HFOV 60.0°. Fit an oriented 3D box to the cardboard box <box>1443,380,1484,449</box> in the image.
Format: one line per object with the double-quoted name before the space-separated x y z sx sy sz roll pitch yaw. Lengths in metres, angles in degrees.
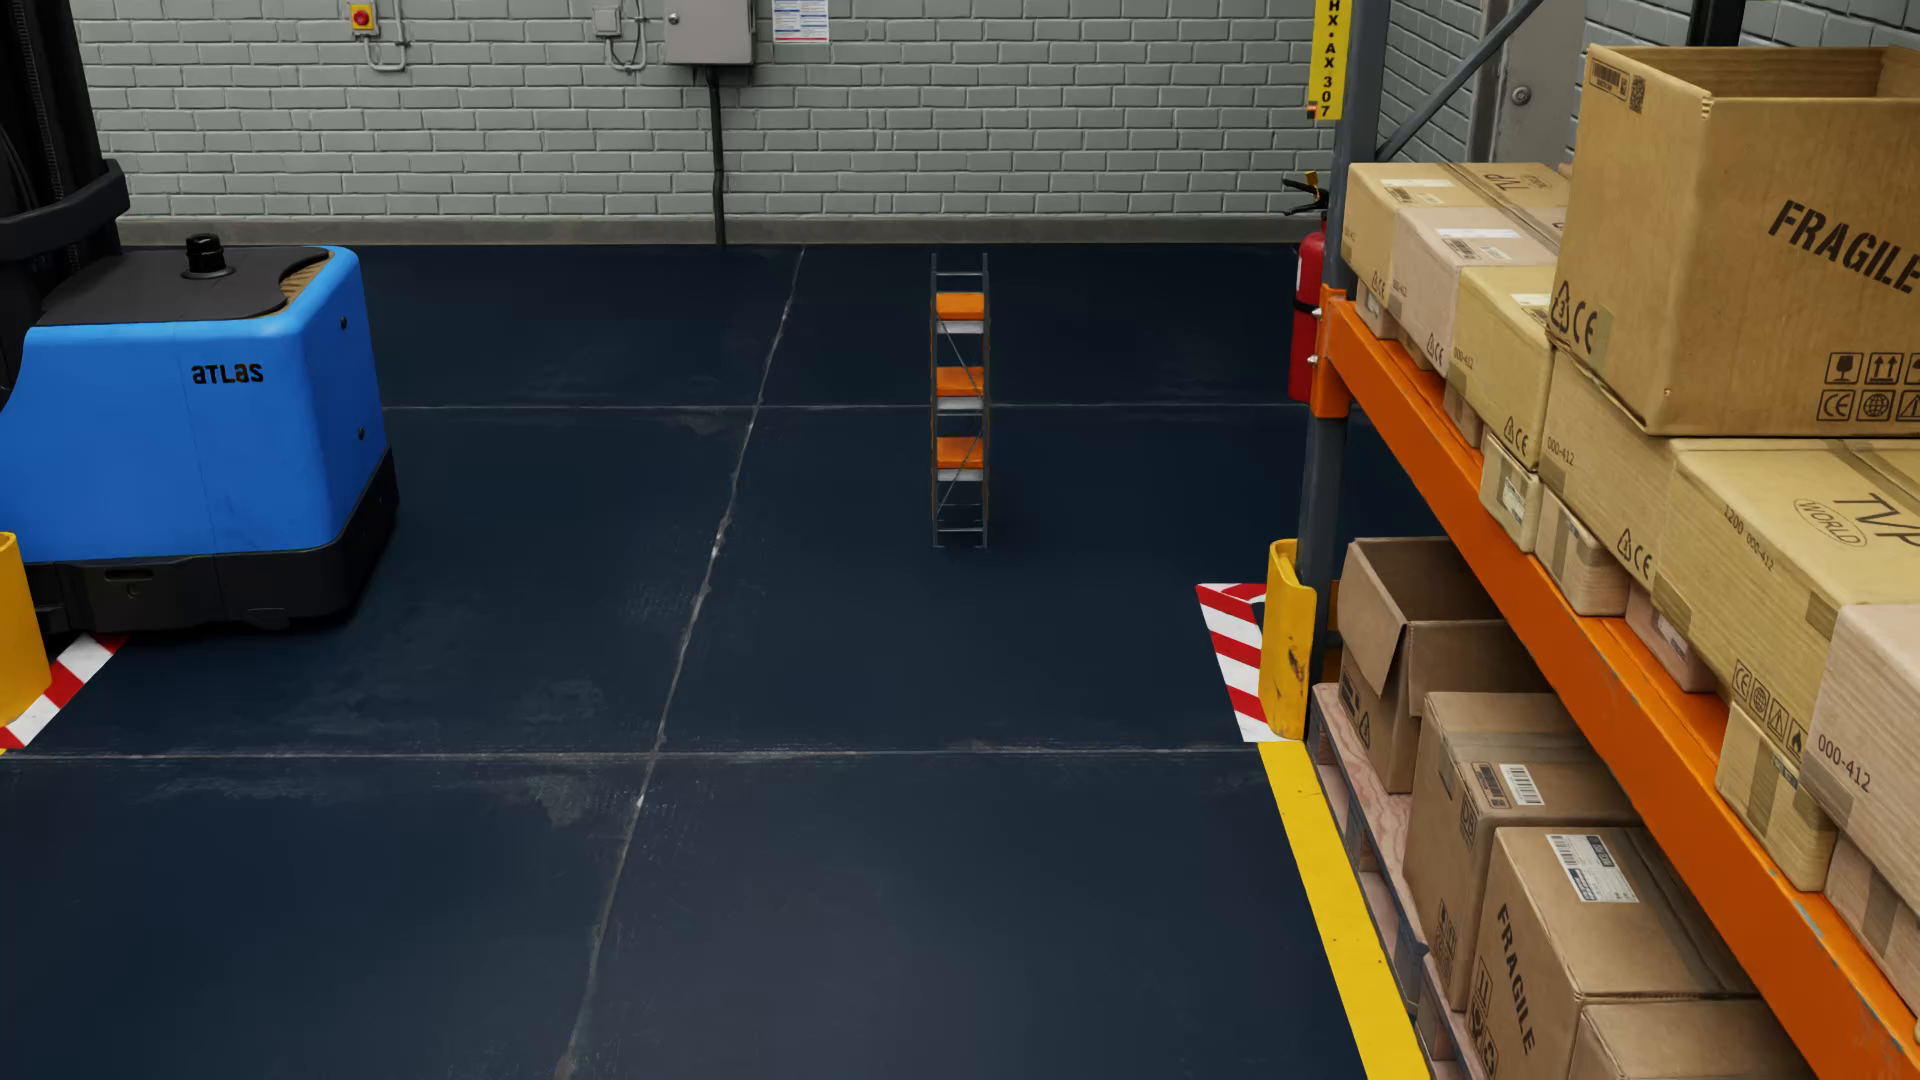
"cardboard box" 1.273 -0.309 3.597 0.380 0.149 0.250 0 24 1

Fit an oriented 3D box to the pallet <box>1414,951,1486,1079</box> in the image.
"pallet" 1.536 1.255 3.219 1.003 0.211 1.213 0 24 -1

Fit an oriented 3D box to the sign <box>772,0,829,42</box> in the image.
"sign" -0.939 -3.170 9.734 0.329 0.494 0.001 0 24 -1

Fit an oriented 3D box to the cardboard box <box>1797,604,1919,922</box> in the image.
"cardboard box" 1.289 0.289 1.792 0.500 0.250 0.500 0 24 0

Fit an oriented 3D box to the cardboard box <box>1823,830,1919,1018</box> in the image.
"cardboard box" 1.276 0.433 1.957 0.380 0.149 0.250 0 24 1

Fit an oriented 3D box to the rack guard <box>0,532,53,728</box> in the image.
"rack guard" -3.448 0.276 5.033 1.175 0.500 0.348 0 24 -1

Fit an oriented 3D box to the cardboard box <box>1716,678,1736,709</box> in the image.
"cardboard box" 1.354 0.221 2.426 0.380 0.149 0.250 0 24 0

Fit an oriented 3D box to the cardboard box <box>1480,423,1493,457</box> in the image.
"cardboard box" 1.281 -0.199 3.355 0.380 0.149 0.250 0 24 0

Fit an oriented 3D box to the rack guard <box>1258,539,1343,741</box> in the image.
"rack guard" 1.516 0.293 4.995 1.175 0.500 0.348 0 24 -1

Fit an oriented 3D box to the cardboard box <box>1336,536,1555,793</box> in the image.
"cardboard box" 1.427 0.322 4.418 0.797 0.503 0.637 -1 24 -3

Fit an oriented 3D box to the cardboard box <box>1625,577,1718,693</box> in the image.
"cardboard box" 1.304 0.120 2.650 0.380 0.149 0.250 0 24 -1

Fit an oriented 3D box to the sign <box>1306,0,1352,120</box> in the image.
"sign" 0.973 -1.269 4.365 0.100 0.325 0.005 0 24 -1

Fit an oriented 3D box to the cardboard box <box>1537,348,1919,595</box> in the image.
"cardboard box" 1.292 -0.129 2.715 0.500 0.250 0.500 -1 24 -2

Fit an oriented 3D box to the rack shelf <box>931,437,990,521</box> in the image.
"rack shelf" -0.001 -0.238 6.201 0.215 0.259 0.240 0 24 -1

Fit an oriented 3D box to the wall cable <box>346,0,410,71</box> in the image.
"wall cable" -3.533 -3.654 9.417 0.585 1.953 0.123 0 24 -1

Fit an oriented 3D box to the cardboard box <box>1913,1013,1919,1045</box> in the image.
"cardboard box" 1.251 0.541 1.718 0.380 0.149 0.250 0 24 1

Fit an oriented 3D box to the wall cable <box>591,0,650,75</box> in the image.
"wall cable" -2.115 -3.650 9.448 0.588 1.984 0.122 0 24 -1

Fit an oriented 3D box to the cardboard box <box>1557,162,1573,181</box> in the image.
"cardboard box" 1.786 -0.756 4.102 0.500 0.250 0.500 0 24 1

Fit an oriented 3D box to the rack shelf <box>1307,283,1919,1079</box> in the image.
"rack shelf" 1.537 0.275 2.875 1.077 0.370 4.000 0 24 -1

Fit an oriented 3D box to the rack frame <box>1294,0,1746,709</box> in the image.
"rack frame" 1.515 -0.877 4.549 1.000 3.000 0.127 0 24 -1

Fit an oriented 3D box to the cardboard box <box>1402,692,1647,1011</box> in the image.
"cardboard box" 1.398 0.676 3.640 0.700 0.500 0.500 1 24 2

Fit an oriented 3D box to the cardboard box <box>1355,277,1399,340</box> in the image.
"cardboard box" 1.244 -0.626 4.298 0.380 0.149 0.250 0 24 -1

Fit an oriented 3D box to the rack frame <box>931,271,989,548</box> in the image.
"rack frame" 0.001 -0.450 5.971 0.200 1.050 0.008 0 24 -1

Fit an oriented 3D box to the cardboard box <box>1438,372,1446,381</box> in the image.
"cardboard box" 1.331 -0.413 3.828 0.380 0.149 0.250 -1 24 -1

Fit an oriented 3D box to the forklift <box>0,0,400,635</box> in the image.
"forklift" -3.606 -1.162 5.262 3.031 2.935 1.130 -3 24 -6

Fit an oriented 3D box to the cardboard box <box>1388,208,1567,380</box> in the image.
"cardboard box" 1.256 -0.548 3.643 0.500 0.250 0.500 0 24 0

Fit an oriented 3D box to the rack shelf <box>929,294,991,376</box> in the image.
"rack shelf" -0.001 -0.749 5.970 0.215 0.259 0.240 0 24 -1

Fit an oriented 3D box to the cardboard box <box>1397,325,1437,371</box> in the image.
"cardboard box" 1.294 -0.521 4.067 0.380 0.149 0.250 0 24 1

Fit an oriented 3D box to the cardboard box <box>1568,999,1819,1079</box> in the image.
"cardboard box" 1.409 1.103 2.694 0.700 0.500 0.500 -1 24 -3

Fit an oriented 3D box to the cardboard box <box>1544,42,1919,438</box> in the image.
"cardboard box" 1.267 -0.479 2.581 0.500 0.500 0.500 0 24 1

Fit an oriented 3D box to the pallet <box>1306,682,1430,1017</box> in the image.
"pallet" 1.526 0.754 4.328 1.003 0.211 1.213 0 24 -1

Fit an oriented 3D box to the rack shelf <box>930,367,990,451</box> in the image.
"rack shelf" -0.001 -0.491 6.087 0.215 0.259 0.240 0 24 -1

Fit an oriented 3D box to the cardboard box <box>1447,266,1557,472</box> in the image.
"cardboard box" 1.265 -0.339 3.181 0.500 0.250 0.500 -1 24 -2

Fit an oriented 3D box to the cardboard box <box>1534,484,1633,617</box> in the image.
"cardboard box" 1.232 0.014 2.884 0.380 0.149 0.250 0 24 1

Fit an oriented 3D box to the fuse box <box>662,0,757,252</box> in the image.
"fuse box" -1.431 -2.539 9.787 0.539 1.711 0.414 0 24 -1

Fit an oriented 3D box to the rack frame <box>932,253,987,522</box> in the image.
"rack frame" -0.002 -0.551 6.194 0.200 1.050 0.008 0 24 -1

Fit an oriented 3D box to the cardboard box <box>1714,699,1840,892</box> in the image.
"cardboard box" 1.245 0.328 2.189 0.380 0.149 0.250 -1 24 -1

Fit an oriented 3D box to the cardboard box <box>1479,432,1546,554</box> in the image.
"cardboard box" 1.209 -0.095 3.124 0.380 0.149 0.250 -1 24 -2

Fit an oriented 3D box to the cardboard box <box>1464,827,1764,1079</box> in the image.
"cardboard box" 1.303 0.894 3.157 0.500 0.500 0.500 0 24 0

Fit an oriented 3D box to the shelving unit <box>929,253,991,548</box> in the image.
"shelving unit" -0.001 -0.500 6.082 0.215 1.050 0.252 0 24 -1

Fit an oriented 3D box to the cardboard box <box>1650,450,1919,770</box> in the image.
"cardboard box" 1.297 0.084 2.246 0.500 0.250 0.500 0 24 -1

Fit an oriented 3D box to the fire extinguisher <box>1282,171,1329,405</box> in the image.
"fire extinguisher" 1.051 -0.730 4.771 0.296 0.674 0.183 0 24 -1

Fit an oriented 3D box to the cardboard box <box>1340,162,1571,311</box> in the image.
"cardboard box" 1.251 -0.756 4.102 0.500 0.250 0.500 0 24 0

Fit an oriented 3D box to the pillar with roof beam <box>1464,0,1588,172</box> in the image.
"pillar with roof beam" -1.918 -4.706 5.735 9.100 9.000 0.400 0 24 -1
